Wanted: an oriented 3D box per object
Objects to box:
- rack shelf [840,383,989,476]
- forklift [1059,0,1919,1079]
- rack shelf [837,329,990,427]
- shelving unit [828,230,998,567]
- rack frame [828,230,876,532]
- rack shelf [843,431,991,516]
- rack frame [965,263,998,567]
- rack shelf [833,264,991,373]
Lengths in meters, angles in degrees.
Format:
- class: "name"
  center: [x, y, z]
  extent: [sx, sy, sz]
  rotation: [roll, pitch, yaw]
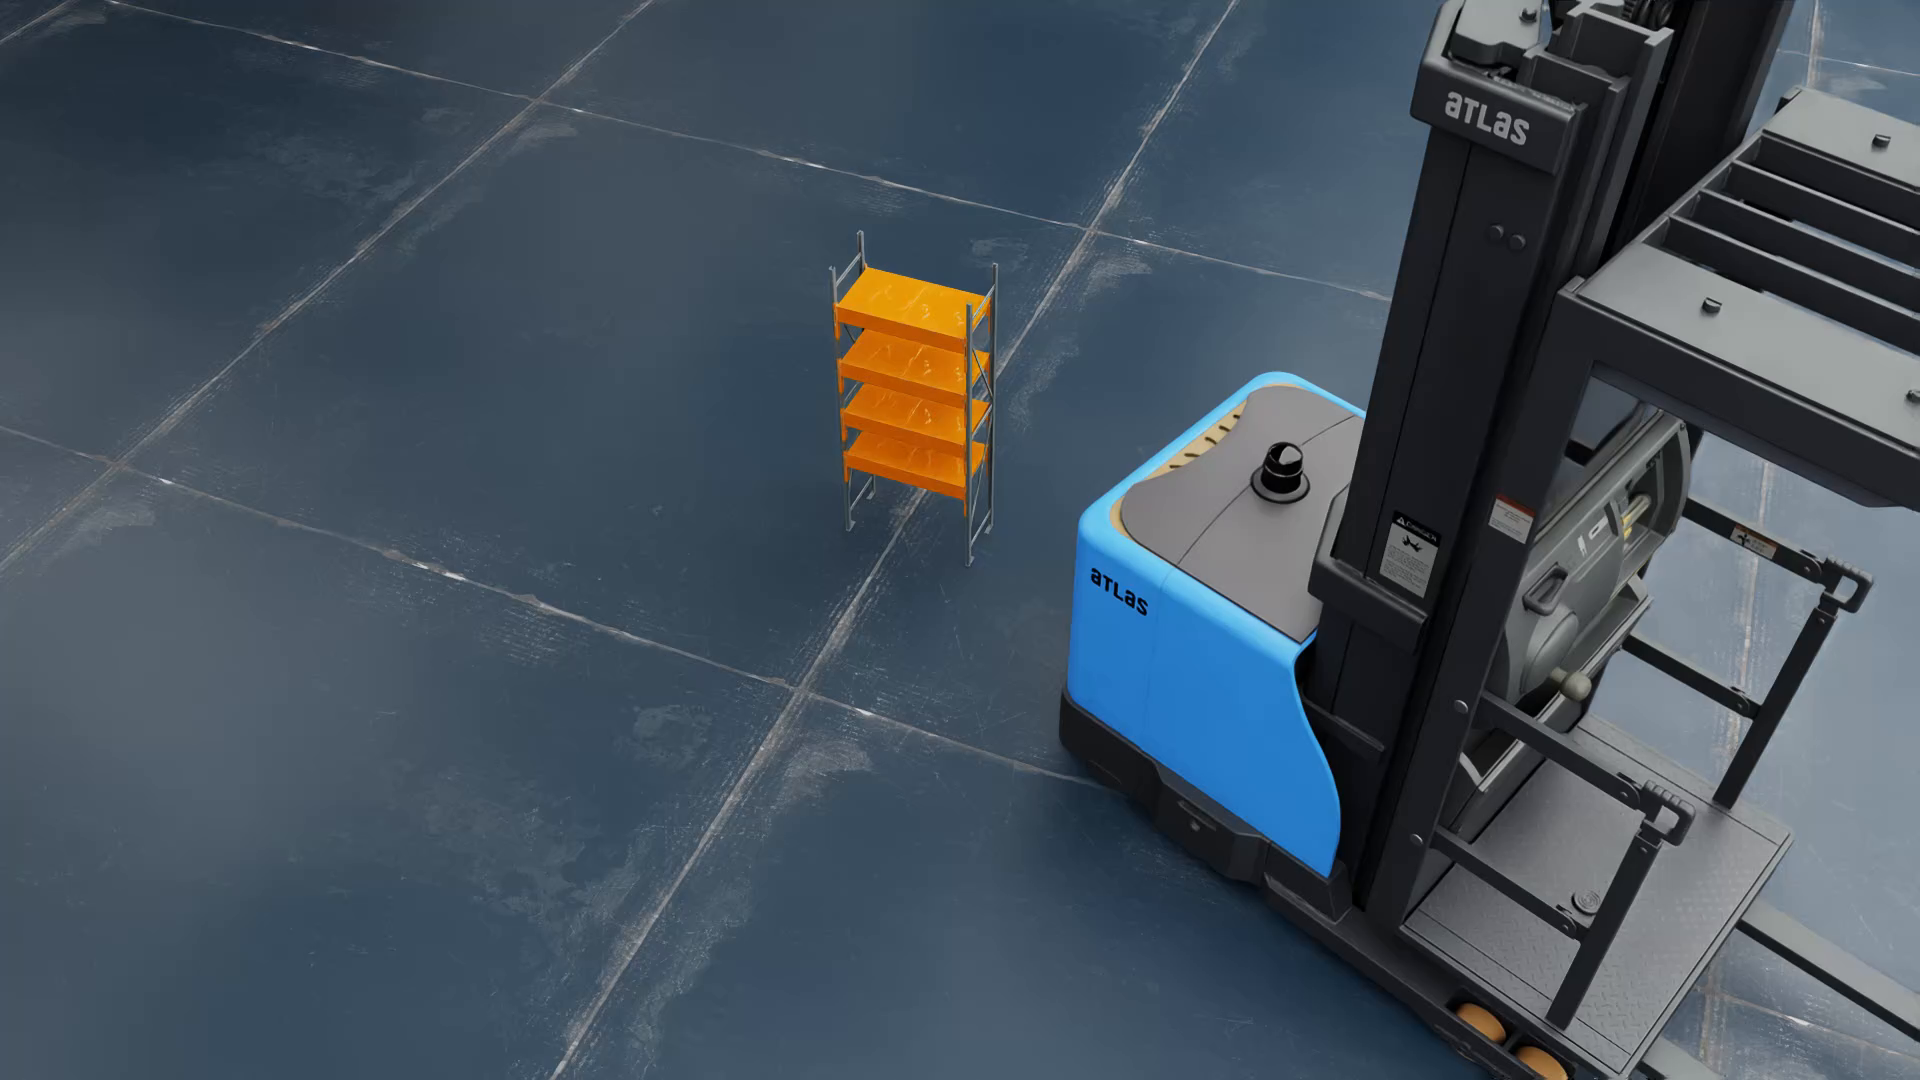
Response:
- class: "rack shelf"
  center: [-0.153, -0.423, 5.919]
  extent: [0.480, 0.148, 0.258]
  rotation: [16, 47, 16]
- class: "forklift"
  center: [1.744, 0.121, 4.051]
  extent: [3.031, 2.935, 1.130]
  rotation: [34, 54, 29]
- class: "rack shelf"
  center: [-0.153, -0.581, 5.762]
  extent: [0.480, 0.148, 0.258]
  rotation: [16, 47, 16]
- class: "shelving unit"
  center: [-0.153, -0.470, 5.872]
  extent: [0.503, 1.200, 0.258]
  rotation: [16, 47, 16]
- class: "rack frame"
  center: [-0.378, -0.537, 5.939]
  extent: [0.015, 1.200, 0.240]
  rotation: [16, 47, 16]
- class: "rack shelf"
  center: [-0.153, -0.282, 6.059]
  extent: [0.480, 0.148, 0.258]
  rotation: [16, 47, 16]
- class: "rack frame"
  center: [0.072, -0.404, 5.805]
  extent: [0.015, 1.200, 0.240]
  rotation: [16, 47, 16]
- class: "rack shelf"
  center: [-0.153, -0.749, 5.595]
  extent: [0.480, 0.148, 0.258]
  rotation: [16, 47, 16]
